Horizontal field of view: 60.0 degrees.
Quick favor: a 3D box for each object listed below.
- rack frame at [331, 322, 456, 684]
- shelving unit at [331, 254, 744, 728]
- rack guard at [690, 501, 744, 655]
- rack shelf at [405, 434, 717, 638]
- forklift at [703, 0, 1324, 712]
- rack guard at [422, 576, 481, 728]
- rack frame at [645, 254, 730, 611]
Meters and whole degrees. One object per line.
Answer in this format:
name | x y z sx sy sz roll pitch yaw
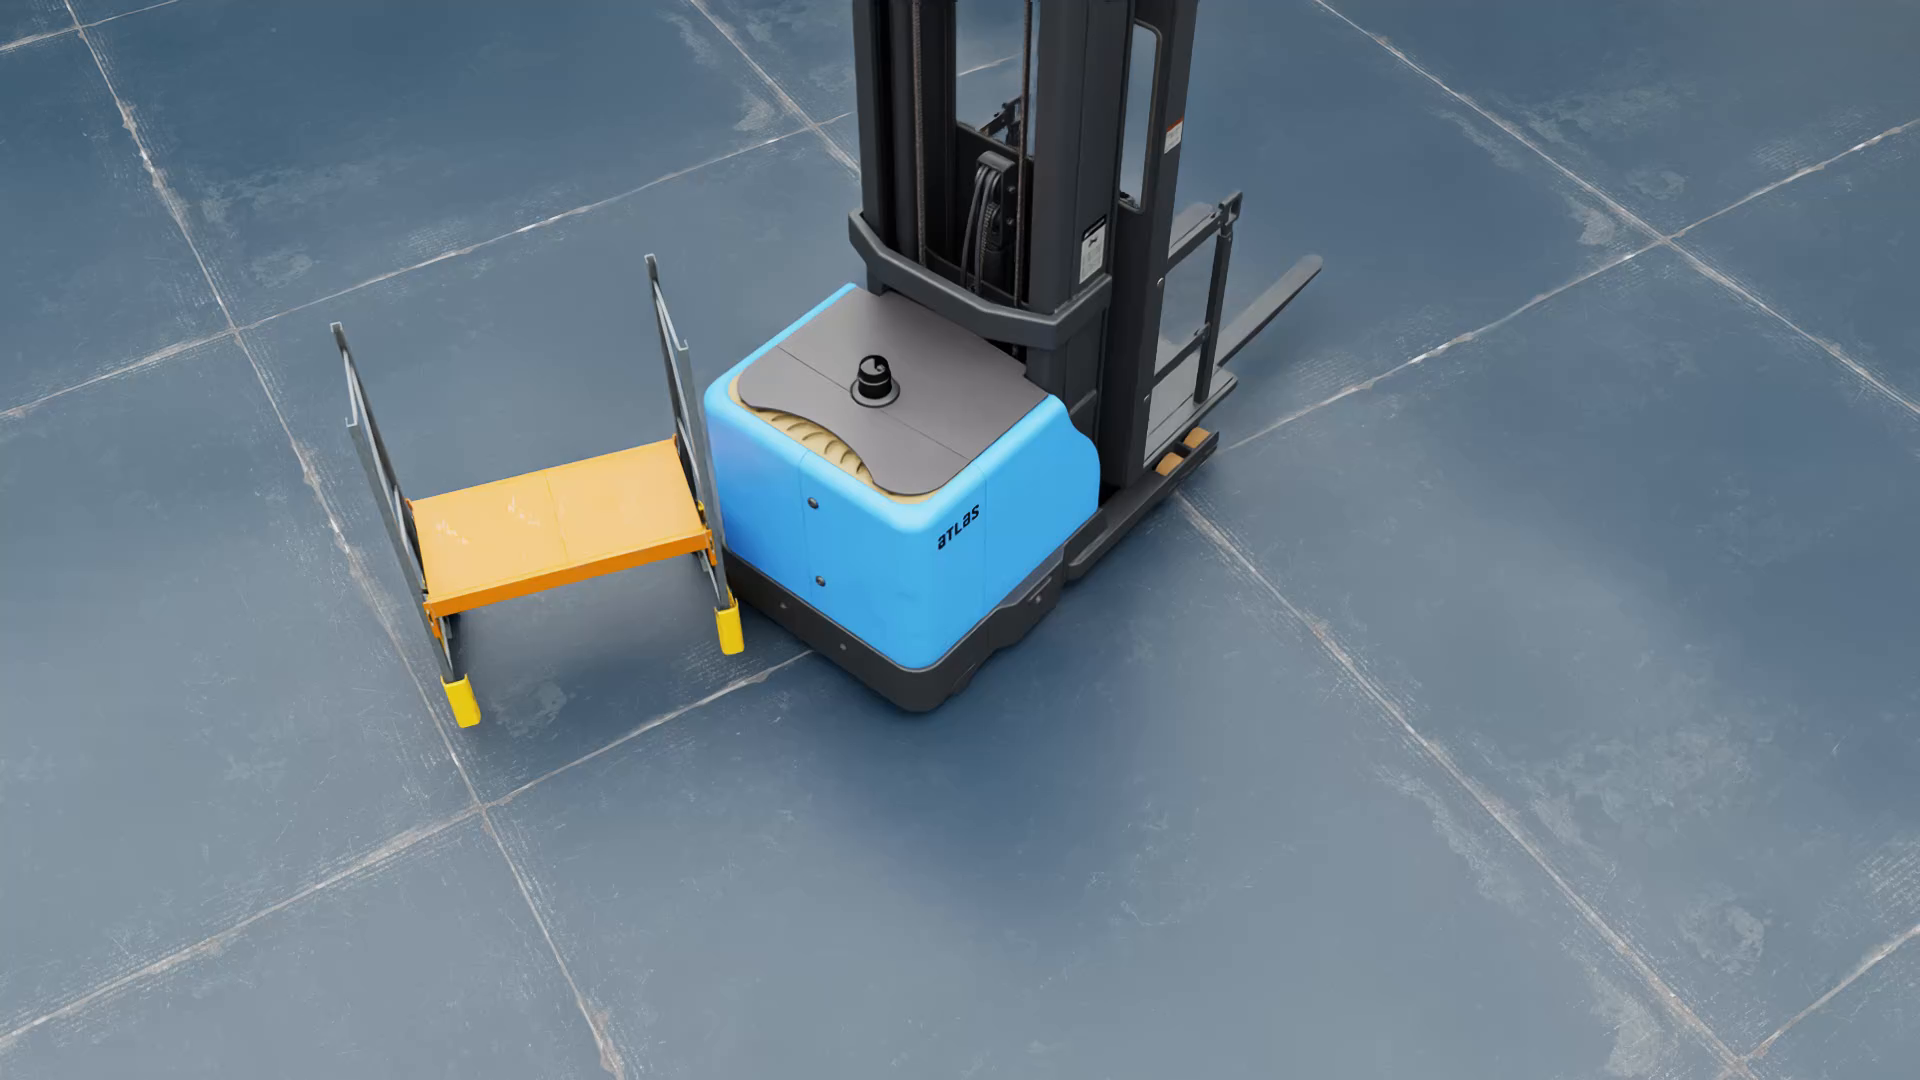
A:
rack frame | -1.909 -0.019 5.708 0.032 1.500 0.500 -15 50 -13
shelving unit | -1.421 -0.149 5.824 1.083 1.500 0.587 -15 50 -13
rack guard | -0.952 0.141 6.402 0.087 0.250 0.587 -15 50 -13
rack shelf | -1.430 -0.027 5.956 1.000 0.185 0.538 -15 50 -13
forklift | 0.425 -1.389 5.969 1.130 2.935 3.031 32 56 25
rack guard | -1.890 0.391 6.179 0.087 0.250 0.587 -15 50 -13
rack frame | -0.951 -0.275 5.935 0.032 1.500 0.500 -15 50 -13
